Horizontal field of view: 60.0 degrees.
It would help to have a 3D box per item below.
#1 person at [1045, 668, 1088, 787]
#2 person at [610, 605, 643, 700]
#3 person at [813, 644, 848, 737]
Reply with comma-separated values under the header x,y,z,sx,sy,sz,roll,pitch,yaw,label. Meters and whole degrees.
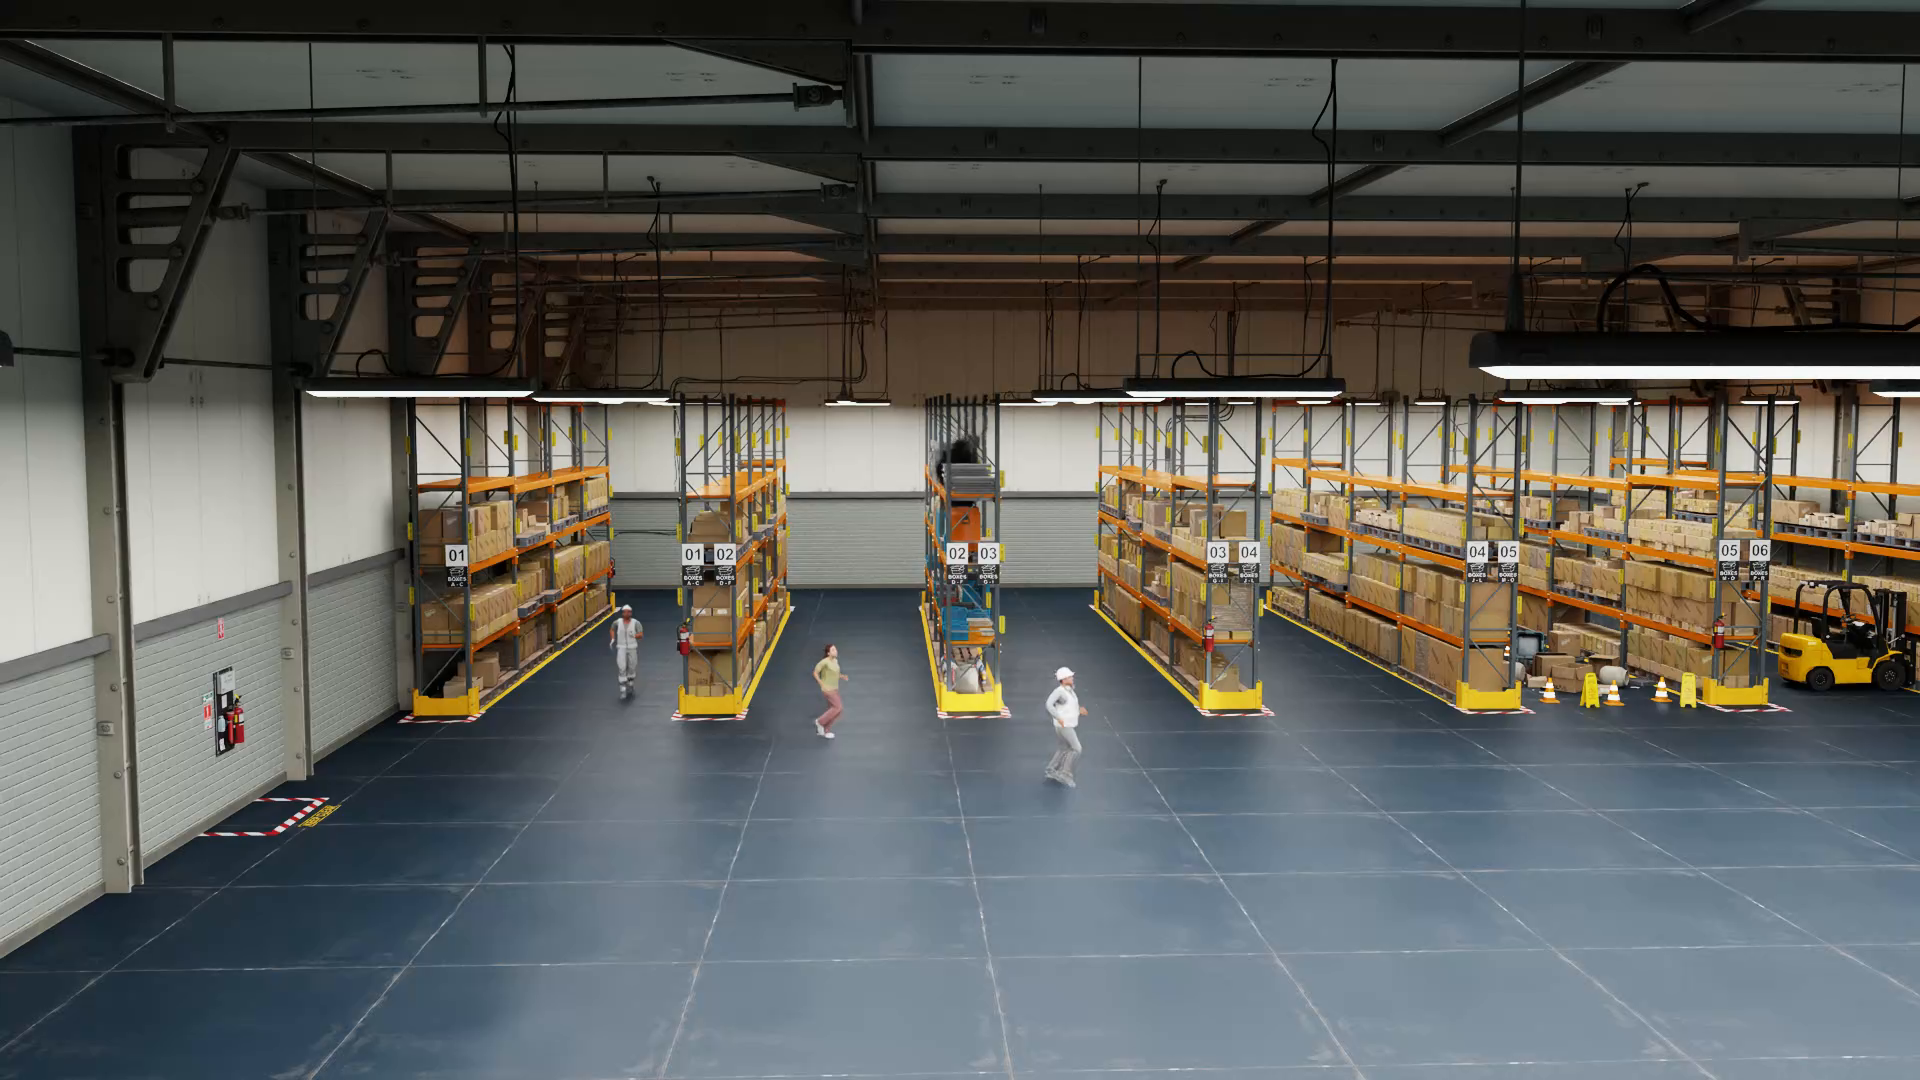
x,y,z,sx,sy,sz,roll,pitch,yaw,label
1.615,2.861,25.337,0.658,1.834,0.649,1,5,18,person
-6.628,2.202,33.080,0.654,1.834,0.835,-1,5,-13,person
-2.213,2.618,28.945,0.525,1.637,0.565,2,5,23,person
